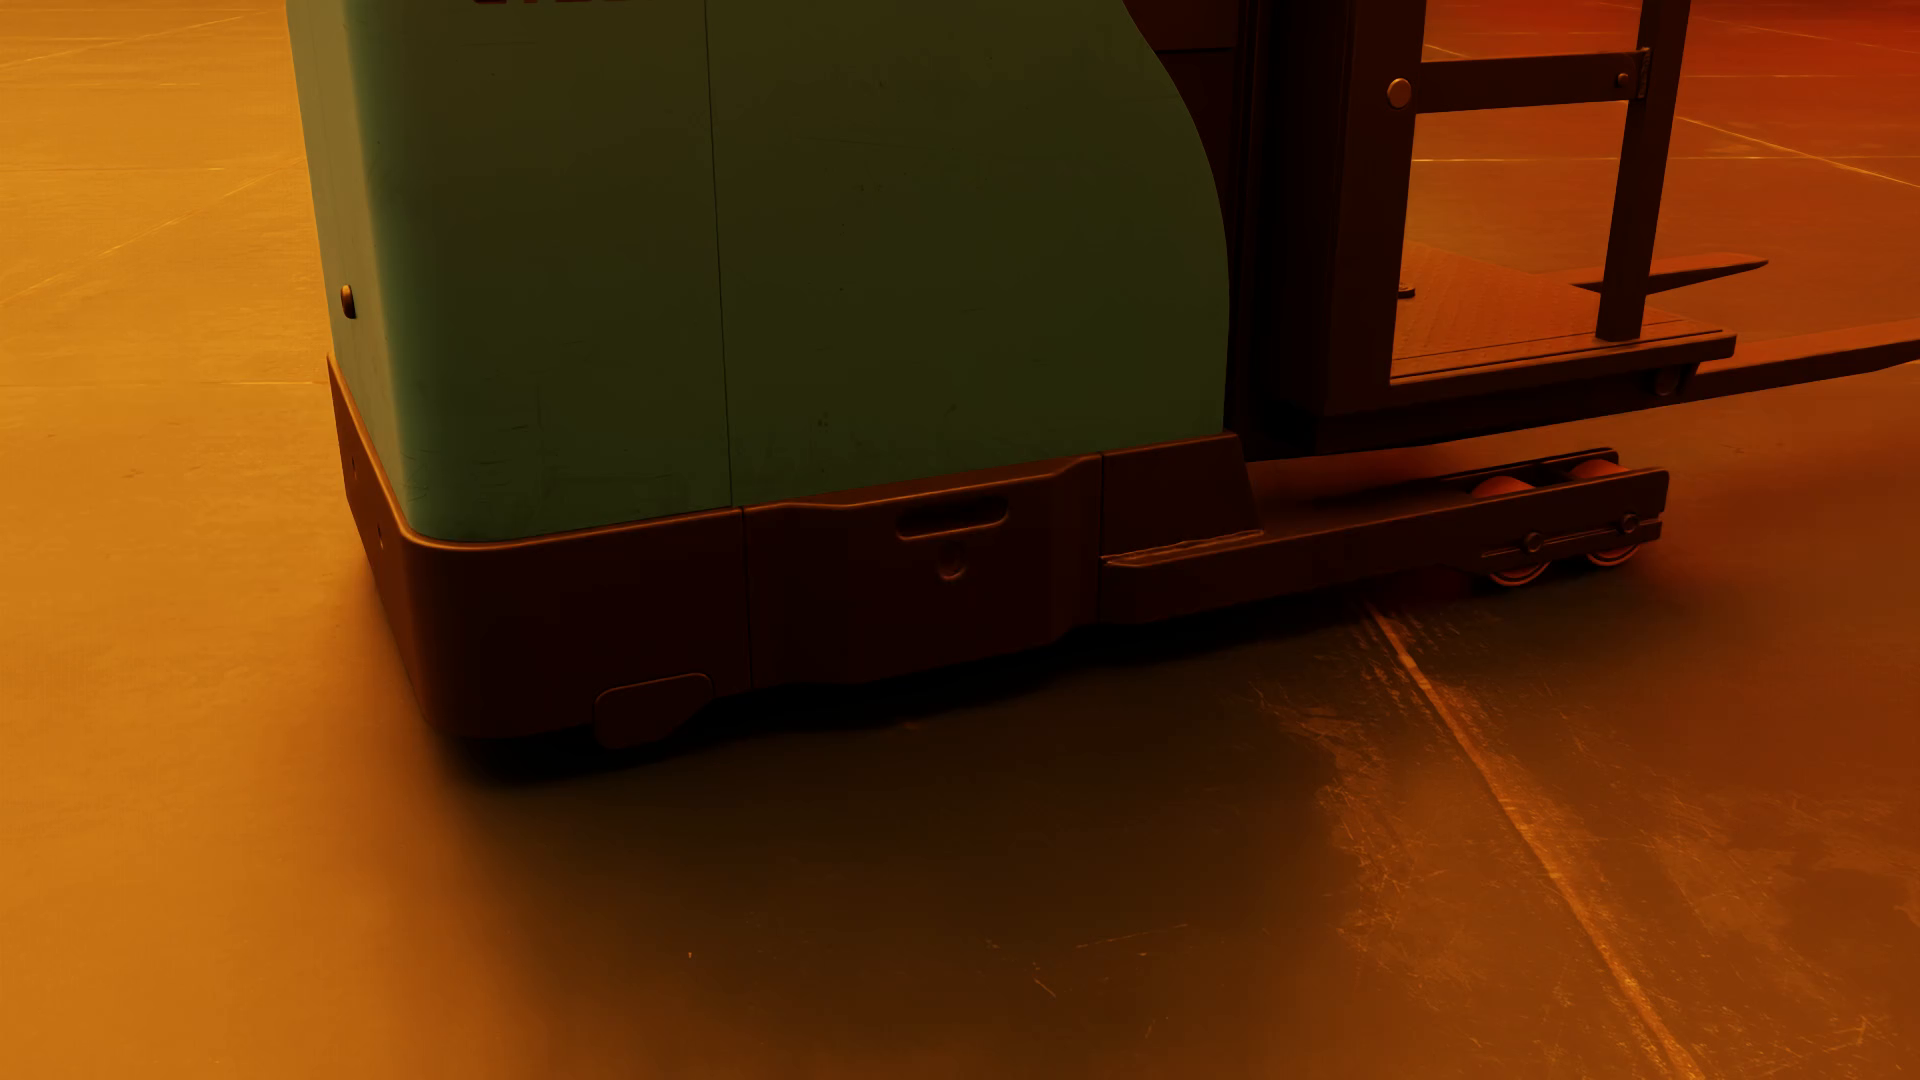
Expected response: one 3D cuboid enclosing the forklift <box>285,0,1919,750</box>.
[{"bbox_3d":[0.552,-1.458,2.439,3.031,2.935,1.130,-10,23,-23],"label":"forklift"}]
